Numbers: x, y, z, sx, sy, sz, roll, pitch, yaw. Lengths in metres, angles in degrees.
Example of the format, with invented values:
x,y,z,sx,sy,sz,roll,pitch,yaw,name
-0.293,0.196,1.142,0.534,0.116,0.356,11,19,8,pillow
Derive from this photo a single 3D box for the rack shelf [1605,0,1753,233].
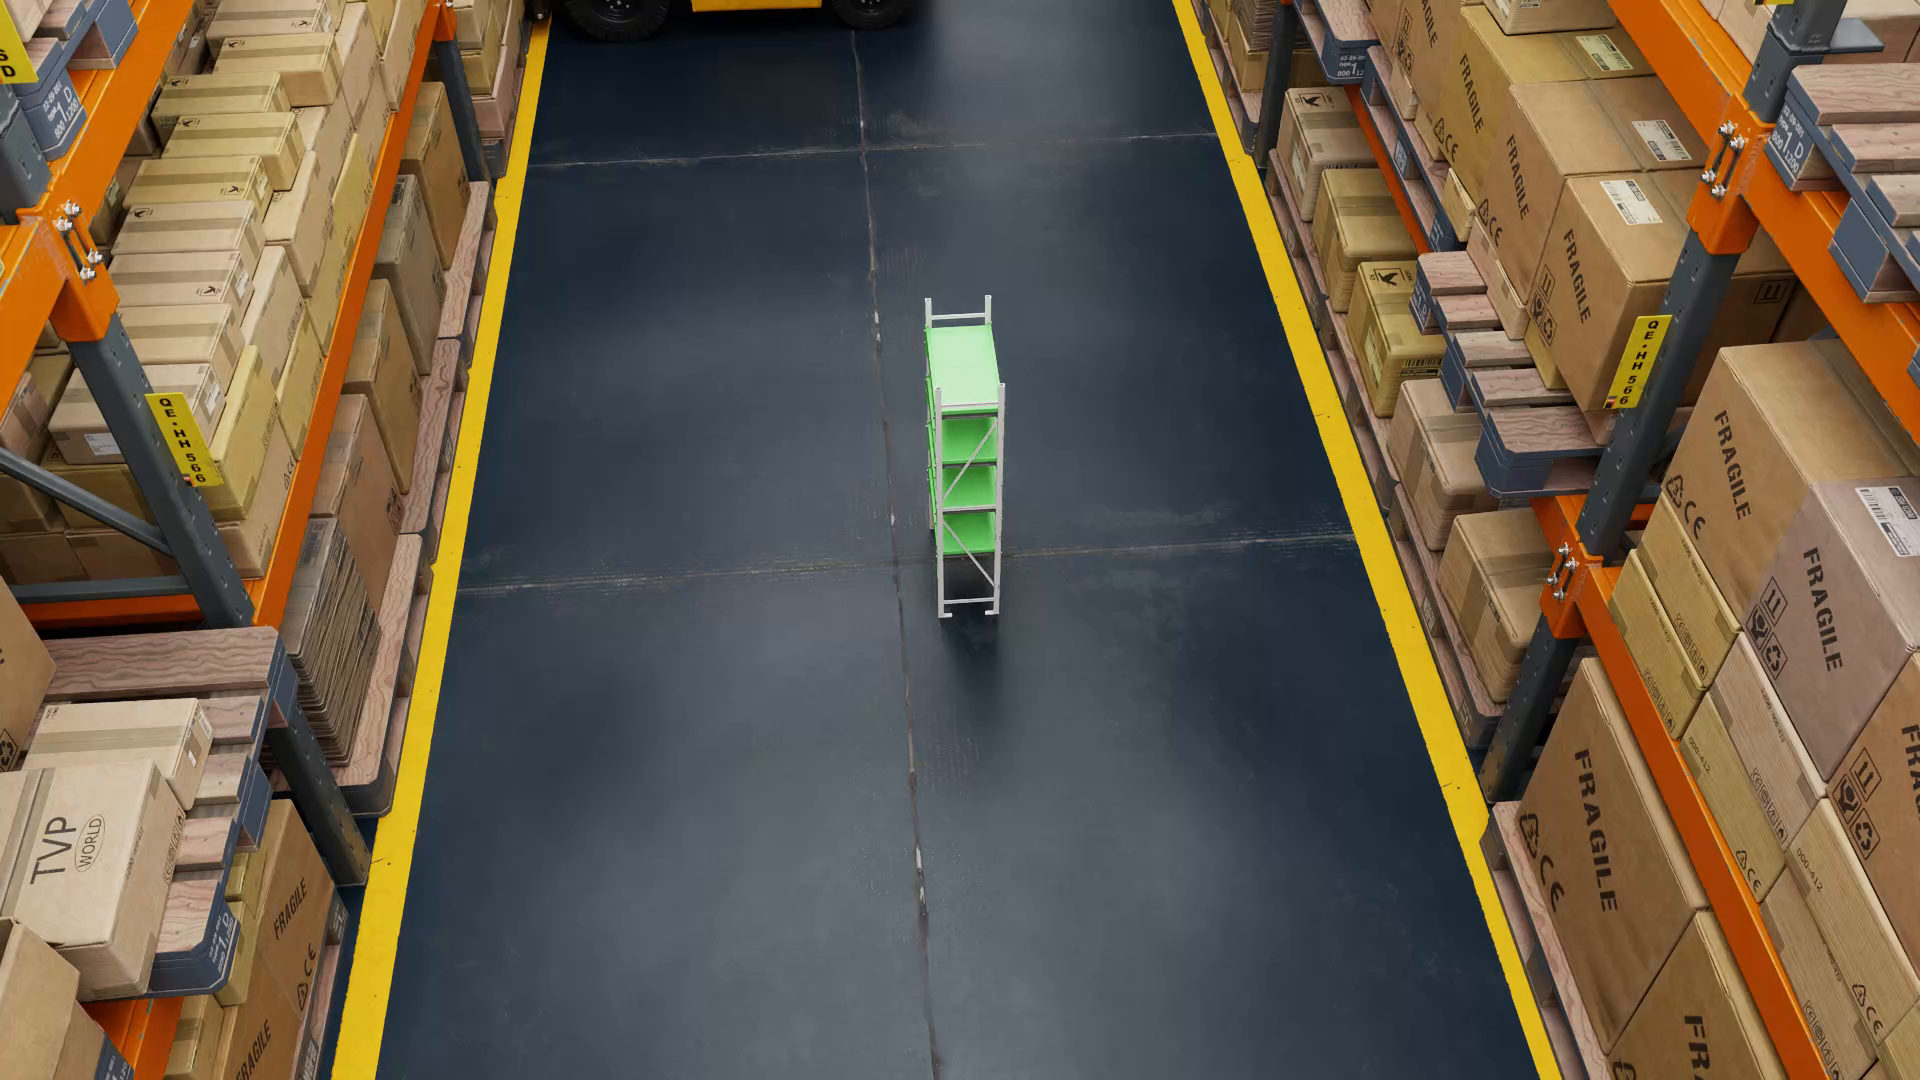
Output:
x,y,z,sx,sy,sz,roll,pitch,yaw,name
2.222,-2.382,5.506,1.077,0.370,4.000,-3,47,-3,rack shelf

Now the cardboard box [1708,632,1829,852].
x,y,z,sx,sy,sz,roll,pitch,yaw,name
2.228,0.484,4.121,0.500,0.250,0.500,-2,47,-2,cardboard box

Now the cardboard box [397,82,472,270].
x,y,z,sx,sy,sz,roll,pitch,yaw,name
-2.837,-1.692,7.769,0.875,0.625,0.625,-2,47,-2,cardboard box

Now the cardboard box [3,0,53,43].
x,y,z,sx,sy,sz,roll,pitch,yaw,name
-2.283,-1.247,3.739,0.380,0.166,0.250,-4,47,-3,cardboard box

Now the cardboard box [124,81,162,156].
x,y,z,sx,sy,sz,roll,pitch,yaw,name
-2.933,-1.437,5.666,0.380,0.149,0.250,-2,47,-2,cardboard box

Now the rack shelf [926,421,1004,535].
x,y,z,sx,sy,sz,roll,pitch,yaw,name
0.014,-0.249,6.384,0.258,0.148,0.480,-3,47,-3,rack shelf

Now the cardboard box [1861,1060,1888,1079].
x,y,z,sx,sy,sz,roll,pitch,yaw,name
2.323,1.377,3.620,0.500,0.250,0.500,-3,47,-3,cardboard box

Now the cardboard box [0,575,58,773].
x,y,z,sx,sy,sz,roll,pitch,yaw,name
-2.669,0.356,4.125,0.500,0.500,0.500,-2,47,-1,cardboard box

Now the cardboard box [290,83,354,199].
x,y,z,sx,sy,sz,roll,pitch,yaw,name
-2.485,-1.413,5.918,0.500,0.250,0.500,-3,47,-3,cardboard box

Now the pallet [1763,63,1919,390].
x,y,z,sx,sy,sz,roll,pitch,yaw,name
2.496,-0.655,3.505,1.213,0.211,1.003,-2,47,-1,pallet

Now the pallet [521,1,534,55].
x,y,z,sx,sy,sz,roll,pitch,yaw,name
-3.022,-3.245,9.814,1.003,0.211,1.213,-3,47,-3,pallet

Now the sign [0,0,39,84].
x,y,z,sx,sy,sz,roll,pitch,yaw,name
-2.016,-1.087,3.428,0.100,0.325,0.005,-3,47,-3,sign

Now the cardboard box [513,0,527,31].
x,y,z,sx,sy,sz,roll,pitch,yaw,name
-2.719,-3.047,9.311,0.500,0.250,0.500,-3,47,-3,cardboard box

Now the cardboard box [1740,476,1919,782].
x,y,z,sx,sy,sz,roll,pitch,yaw,name
2.238,0.201,3.873,0.500,0.500,0.500,-3,47,-3,cardboard box

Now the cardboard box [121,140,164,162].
x,y,z,sx,sy,sz,roll,pitch,yaw,name
-2.990,-1.372,5.879,0.500,0.250,0.500,-4,47,-4,cardboard box

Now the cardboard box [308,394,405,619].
x,y,z,sx,sy,sz,roll,pitch,yaw,name
-2.658,-0.099,6.260,0.875,0.625,0.625,-2,47,-2,cardboard box

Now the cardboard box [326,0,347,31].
x,y,z,sx,sy,sz,roll,pitch,yaw,name
-2.520,-2.023,6.221,0.380,0.149,0.250,-4,47,-4,cardboard box

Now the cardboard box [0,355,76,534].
x,y,z,sx,sy,sz,roll,pitch,yaw,name
-2.871,-0.275,4.840,0.500,0.250,0.500,-3,47,-2,cardboard box

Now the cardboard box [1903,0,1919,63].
x,y,z,sx,sy,sz,roll,pitch,yaw,name
2.532,-1.334,4.191,0.380,0.149,0.250,-3,47,-3,cardboard box

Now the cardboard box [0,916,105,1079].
x,y,z,sx,sy,sz,roll,pitch,yaw,name
-2.236,1.143,3.377,0.797,0.503,0.637,-4,47,-4,cardboard box

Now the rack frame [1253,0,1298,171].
x,y,z,sx,sy,sz,roll,pitch,yaw,name
2.054,-3.045,7.704,1.000,3.000,0.127,-3,47,-3,rack frame

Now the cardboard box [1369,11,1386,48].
x,y,z,sx,sy,sz,roll,pitch,yaw,name
1.878,-2.114,6.706,0.380,0.149,0.250,-3,47,-3,cardboard box

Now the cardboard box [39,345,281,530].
x,y,z,sx,sy,sz,roll,pitch,yaw,name
-2.326,-0.304,4.868,0.500,0.250,0.500,-4,47,-3,cardboard box

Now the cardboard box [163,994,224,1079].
x,y,z,sx,sy,sz,roll,pitch,yaw,name
-2.231,1.376,4.503,0.380,0.149,0.250,-5,47,-5,cardboard box

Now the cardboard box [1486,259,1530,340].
x,y,z,sx,sy,sz,roll,pitch,yaw,name
1.967,-0.801,5.463,0.380,0.149,0.250,-4,47,-4,cardboard box

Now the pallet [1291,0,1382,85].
x,y,z,sx,sy,sz,roll,pitch,yaw,name
1.973,-2.417,7.242,1.003,0.211,1.213,-3,47,-3,pallet

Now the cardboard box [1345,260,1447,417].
x,y,z,sx,sy,sz,roll,pitch,yaw,name
2.224,-0.884,7.178,0.950,0.372,0.625,-2,47,-2,cardboard box

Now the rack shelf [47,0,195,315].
x,y,z,sx,sy,sz,roll,pitch,yaw,name
-2.724,-2.078,5.218,1.077,0.370,4.000,-3,47,-3,rack shelf

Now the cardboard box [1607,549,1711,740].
x,y,z,sx,sy,sz,roll,pitch,yaw,name
2.179,0.270,4.668,0.500,0.250,0.500,-4,47,-4,cardboard box

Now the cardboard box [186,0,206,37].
x,y,z,sx,sy,sz,roll,pitch,yaw,name
-3.048,-1.988,6.187,0.380,0.149,0.250,-4,47,-3,cardboard box

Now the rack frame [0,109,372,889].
x,y,z,sx,sy,sz,roll,pitch,yaw,name
-2.557,0.153,4.675,1.000,3.000,0.127,-3,47,-3,rack frame

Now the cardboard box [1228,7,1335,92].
x,y,z,sx,sy,sz,roll,pitch,yaw,name
1.737,-2.655,8.940,0.500,0.250,0.500,-2,47,-1,cardboard box

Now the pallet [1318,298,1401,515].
x,y,z,sx,sy,sz,roll,pitch,yaw,name
2.226,-0.638,7.346,1.003,0.211,1.213,-3,47,-3,pallet

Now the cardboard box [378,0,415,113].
x,y,z,sx,sy,sz,roll,pitch,yaw,name
-2.541,-1.977,6.796,0.500,0.250,0.500,-4,47,-4,cardboard box

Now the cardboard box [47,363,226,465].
x,y,z,sx,sy,sz,roll,pitch,yaw,name
-2.290,-0.353,4.639,0.380,0.149,0.250,-2,47,-2,cardboard box

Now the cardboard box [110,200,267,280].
x,y,z,sx,sy,sz,roll,pitch,yaw,name
-2.395,-0.918,5.175,0.380,0.149,0.250,-3,47,-3,cardboard box

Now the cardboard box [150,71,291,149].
x,y,z,sx,sy,sz,roll,pitch,yaw,name
-2.527,-1.468,5.695,0.380,0.149,0.250,-3,47,-3,cardboard box

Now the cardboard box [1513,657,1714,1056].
x,y,z,sx,sy,sz,roll,pitch,yaw,name
2.364,0.940,5.104,0.875,0.875,0.875,-4,47,-4,cardboard box

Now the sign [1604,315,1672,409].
x,y,z,sx,sy,sz,roll,pitch,yaw,name
1.849,-0.482,4.534,0.100,0.325,0.005,-3,47,-3,sign

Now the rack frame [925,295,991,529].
x,y,z,sx,sy,sz,roll,pitch,yaw,name
-0.007,-0.469,6.505,0.240,1.200,0.015,-3,47,-3,rack frame

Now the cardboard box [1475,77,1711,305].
x,y,z,sx,sy,sz,roll,pitch,yaw,name
2.020,-1.117,5.316,0.500,0.500,0.500,-4,47,-4,cardboard box

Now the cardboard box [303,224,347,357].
x,y,z,sx,sy,sz,roll,pitch,yaw,name
-2.438,-0.867,5.745,0.500,0.250,0.500,-5,47,-5,cardboard box

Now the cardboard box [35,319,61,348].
x,y,z,sx,sy,sz,roll,pitch,yaw,name
-2.880,-0.701,4.969,0.380,0.149,0.250,-4,47,-3,cardboard box

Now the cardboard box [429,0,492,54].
x,y,z,sx,sy,sz,roll,pitch,yaw,name
-2.619,-2.652,8.249,0.500,0.250,0.500,-4,47,-4,cardboard box

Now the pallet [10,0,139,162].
x,y,z,sx,sy,sz,roll,pitch,yaw,name
-2.703,-1.299,4.115,1.213,0.211,1.003,-2,47,-1,pallet

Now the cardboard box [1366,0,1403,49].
x,y,z,sx,sy,sz,roll,pitch,yaw,name
1.878,-2.249,6.387,0.500,0.500,0.500,-4,47,-4,cardboard box

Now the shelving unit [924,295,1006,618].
x,y,z,sx,sy,sz,roll,pitch,yaw,name
0.014,-0.293,6.337,0.258,1.200,0.503,-3,47,-3,shelving unit

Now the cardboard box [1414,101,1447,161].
x,y,z,sx,sy,sz,roll,pitch,yaw,name
1.919,-1.548,6.171,0.380,0.149,0.250,-5,47,-5,cardboard box

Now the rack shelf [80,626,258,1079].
x,y,z,sx,sy,sz,roll,pitch,yaw,name
-2.389,1.848,3.566,1.077,0.370,4.000,-3,47,-3,rack shelf

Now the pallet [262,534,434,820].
x,y,z,sx,sy,sz,roll,pitch,yaw,name
-2.587,0.514,6.254,1.003,0.211,1.213,-3,47,-3,pallet
